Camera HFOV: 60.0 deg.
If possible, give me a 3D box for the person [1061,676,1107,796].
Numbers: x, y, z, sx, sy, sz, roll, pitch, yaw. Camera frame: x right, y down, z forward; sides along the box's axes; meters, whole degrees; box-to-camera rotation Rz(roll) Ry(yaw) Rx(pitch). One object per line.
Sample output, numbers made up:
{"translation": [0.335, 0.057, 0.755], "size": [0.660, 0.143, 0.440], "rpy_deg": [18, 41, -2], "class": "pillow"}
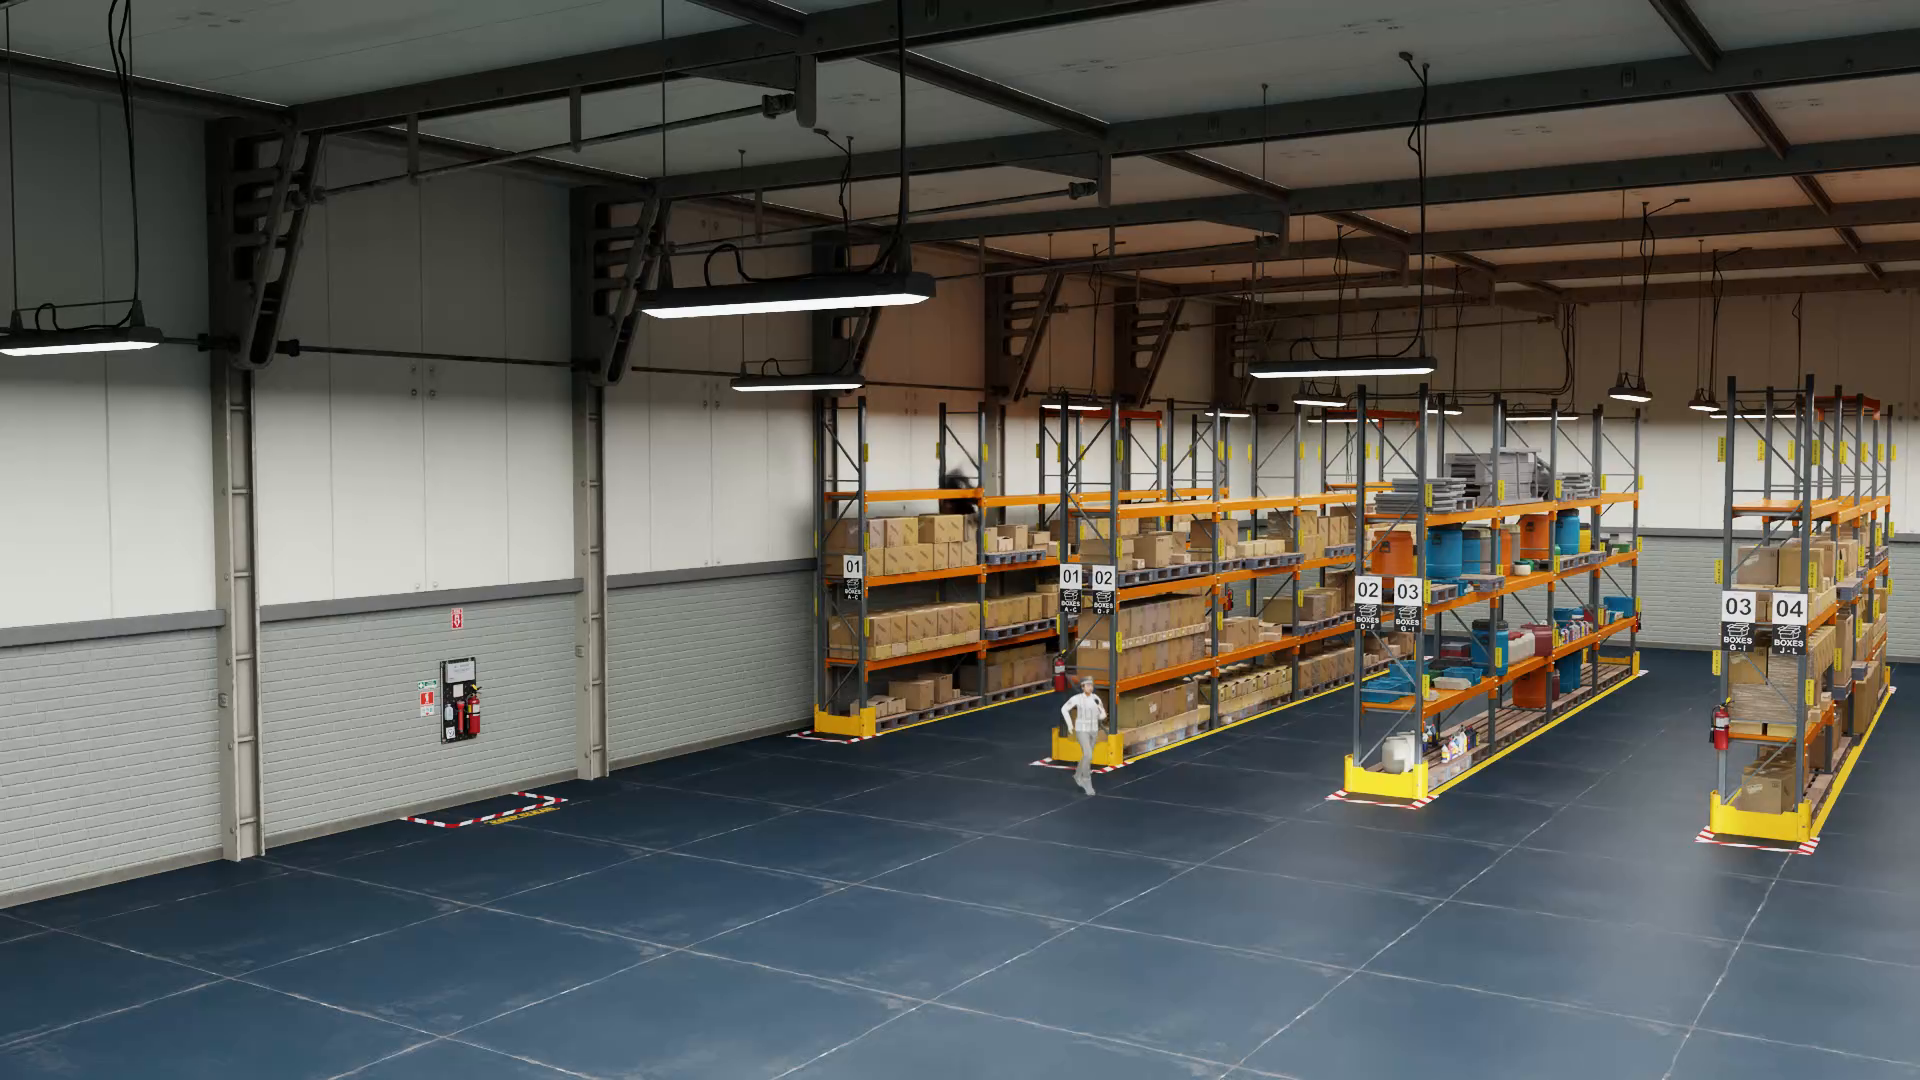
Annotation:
{"translation": [1.861, 2.865, 24.560], "size": [0.587, 1.735, 0.757], "rpy_deg": [-2, 3, -30], "class": "person"}
